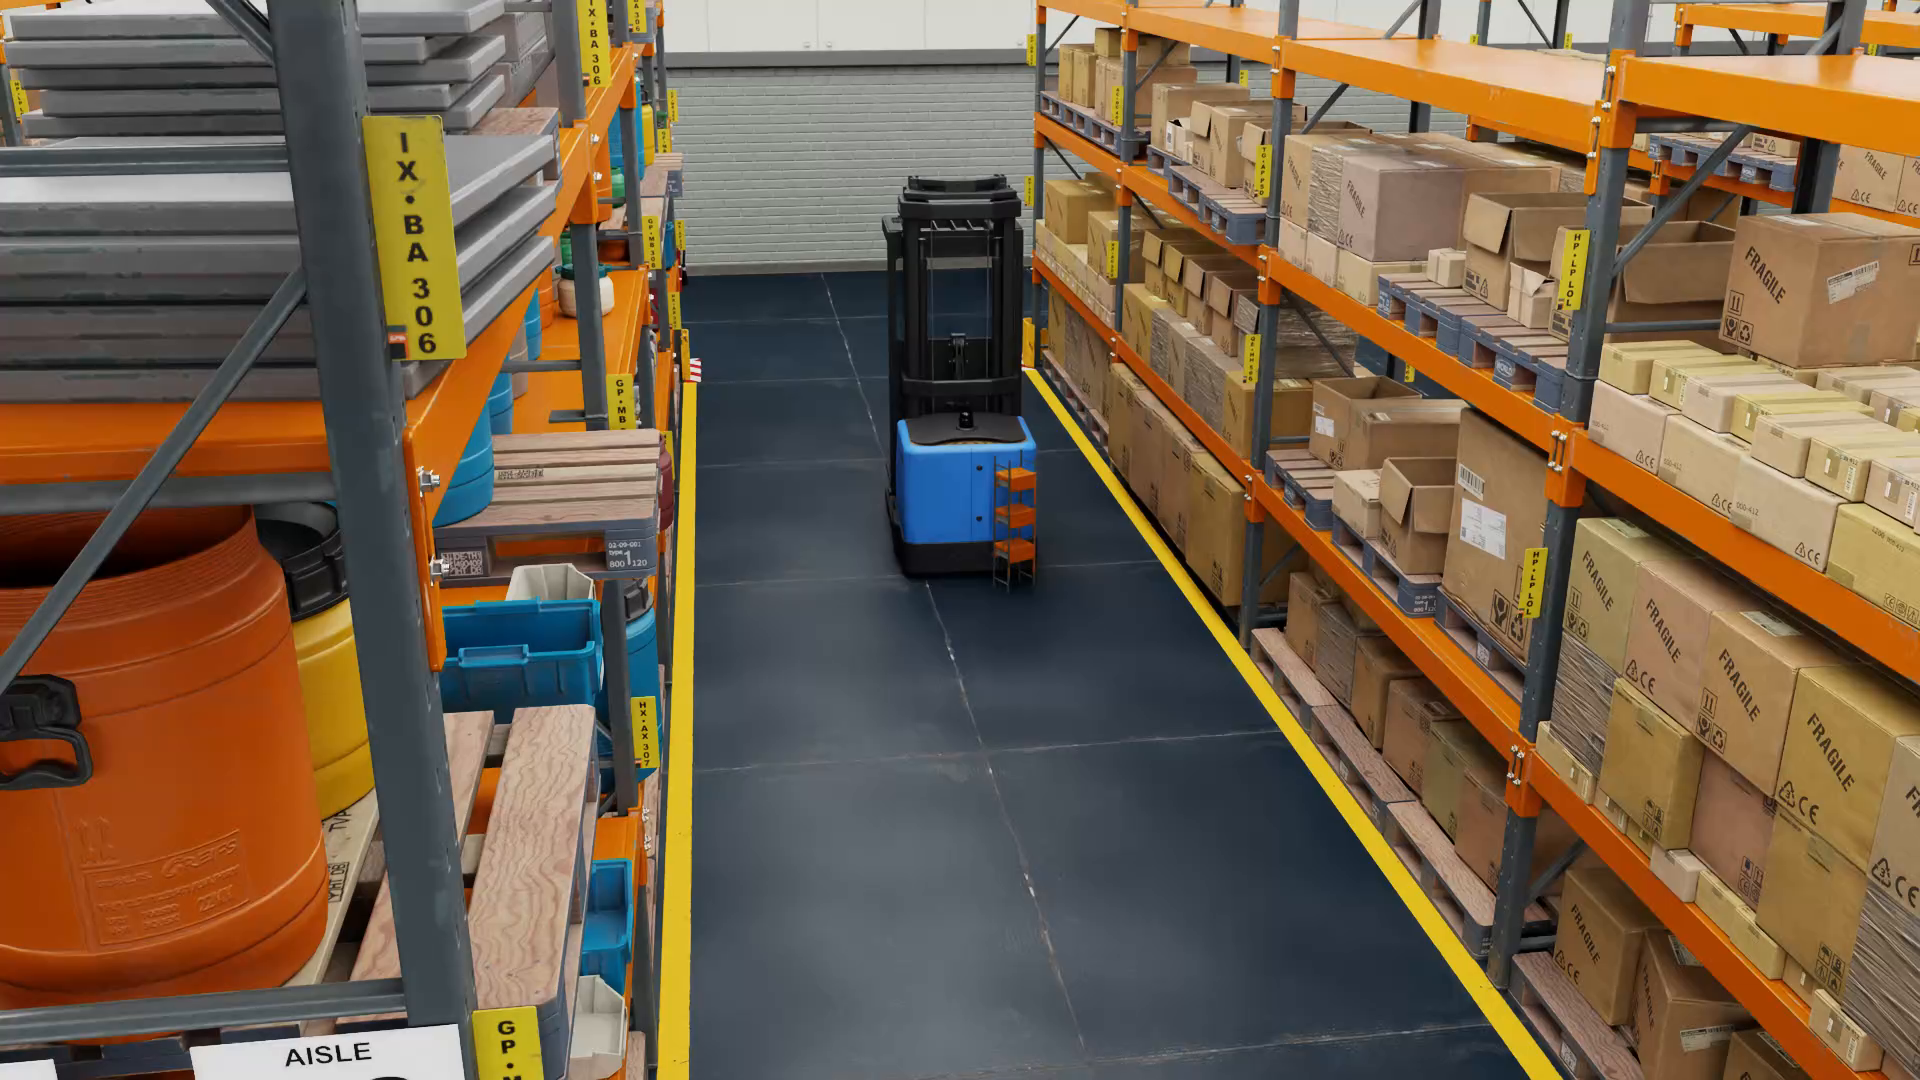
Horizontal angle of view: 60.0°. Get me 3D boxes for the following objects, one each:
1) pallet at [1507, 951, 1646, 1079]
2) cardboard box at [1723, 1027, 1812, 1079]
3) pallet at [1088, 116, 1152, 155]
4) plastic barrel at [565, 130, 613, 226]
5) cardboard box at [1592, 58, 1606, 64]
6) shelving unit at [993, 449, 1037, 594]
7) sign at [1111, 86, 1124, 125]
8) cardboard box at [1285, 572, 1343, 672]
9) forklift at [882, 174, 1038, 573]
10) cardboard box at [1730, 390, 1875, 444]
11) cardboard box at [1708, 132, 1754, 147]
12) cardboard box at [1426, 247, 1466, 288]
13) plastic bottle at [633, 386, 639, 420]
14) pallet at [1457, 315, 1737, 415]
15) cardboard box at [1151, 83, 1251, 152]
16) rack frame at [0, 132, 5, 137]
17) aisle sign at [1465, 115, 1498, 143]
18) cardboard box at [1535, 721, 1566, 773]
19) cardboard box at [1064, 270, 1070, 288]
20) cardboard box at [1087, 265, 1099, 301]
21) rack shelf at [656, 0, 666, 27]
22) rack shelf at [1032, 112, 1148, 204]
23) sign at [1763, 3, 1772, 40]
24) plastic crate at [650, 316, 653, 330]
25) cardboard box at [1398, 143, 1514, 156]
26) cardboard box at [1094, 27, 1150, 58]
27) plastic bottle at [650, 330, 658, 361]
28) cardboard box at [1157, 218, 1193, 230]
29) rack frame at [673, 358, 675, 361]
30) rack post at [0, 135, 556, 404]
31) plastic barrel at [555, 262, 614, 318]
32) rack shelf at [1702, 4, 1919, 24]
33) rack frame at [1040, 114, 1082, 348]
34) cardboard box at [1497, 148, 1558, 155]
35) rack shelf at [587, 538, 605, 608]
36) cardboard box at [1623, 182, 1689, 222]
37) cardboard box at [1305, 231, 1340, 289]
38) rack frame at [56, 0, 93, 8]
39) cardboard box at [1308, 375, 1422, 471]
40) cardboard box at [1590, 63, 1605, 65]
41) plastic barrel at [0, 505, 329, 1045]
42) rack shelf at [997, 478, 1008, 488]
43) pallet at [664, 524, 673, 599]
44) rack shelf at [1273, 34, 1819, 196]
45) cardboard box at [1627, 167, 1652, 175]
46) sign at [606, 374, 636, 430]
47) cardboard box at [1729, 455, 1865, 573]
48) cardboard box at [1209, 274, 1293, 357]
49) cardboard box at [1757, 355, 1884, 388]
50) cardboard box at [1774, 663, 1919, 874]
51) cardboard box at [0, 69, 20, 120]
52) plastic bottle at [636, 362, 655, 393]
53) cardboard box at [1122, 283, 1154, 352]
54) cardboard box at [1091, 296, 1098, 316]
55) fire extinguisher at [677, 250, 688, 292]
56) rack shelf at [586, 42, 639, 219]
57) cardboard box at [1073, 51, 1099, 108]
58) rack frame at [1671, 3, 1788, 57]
[{"bbox_3d":[3.183,2.240,7.417,1.003,0.211,1.213,-3,21,-8],"label":"pallet"},{"bbox_3d":[3.326,2.227,6.439,0.500,0.500,0.500,-5,21,-13],"label":"cardboard box"},{"bbox_3d":[1.790,-3.714,15.213,1.003,0.211,1.213,-3,21,-8],"label":"pallet"},{"bbox_3d":[-2.506,-2.432,10.439,0.600,0.830,0.708,-3,21,-8],"label":"plastic barrel"},{"bbox_3d":[6.736,-4.877,17.131,0.380,0.149,0.250,-2,21,-7],"label":"cardboard box"},{"bbox_3d":[0.413,-0.140,12.580,0.252,1.050,0.215,-13,23,-33],"label":"shelving unit"},{"bbox_3d":[1.349,-3.723,14.257,0.100,0.325,0.005,-3,21,-8],"label":"sign"},{"bbox_3d":[2.590,0.514,10.997,0.700,0.500,0.500,-4,21,-11],"label":"cardboard box"},{"bbox_3d":[-0.064,-1.592,13.791,1.130,2.935,3.031,-2,21,-5],"label":"forklift"},{"bbox_3d":[2.995,-0.424,5.921,0.380,0.149,0.250,-2,21,-6],"label":"cardboard box"},{"bbox_3d":[6.739,-3.527,14.112,0.500,0.311,0.500,-3,21,-9],"label":"cardboard box"},{"bbox_3d":[2.681,-1.434,8.714,0.380,0.166,0.250,-3,21,-9],"label":"cardboard box"},{"bbox_3d":[-2.370,-1.020,12.338,0.152,0.276,0.135,-3,21,-8],"label":"plastic bottle"},{"bbox_3d":[3.067,-0.833,7.641,1.213,0.211,1.003,-3,21,-8],"label":"pallet"},{"bbox_3d":[1.991,-3.515,13.811,0.700,0.500,0.500,-2,21,-6],"label":"cardboard box"},{"bbox_3d":[-7.909,-4.379,12.578,0.949,2.616,0.053,-3,21,-8],"label":"rack frame"},{"bbox_3d":[5.936,-4.895,18.819,0.394,0.787,0.004,-3,21,-8],"label":"aisle sign"},{"bbox_3d":[2.784,0.910,7.351,0.380,0.149,0.250,-3,21,-8],"label":"cardboard box"},{"bbox_3d":[1.269,-2.662,16.915,0.380,0.149,0.250,-3,21,-9],"label":"cardboard box"},{"bbox_3d":[1.497,-2.455,15.790,0.500,0.250,0.500,-2,21,-6],"label":"cardboard box"},{"bbox_3d":[-3.292,-4.795,15.294,1.077,0.370,4.000,-3,21,-8],"label":"rack shelf"},{"bbox_3d":[1.609,-3.827,16.418,1.077,0.370,4.000,-3,21,-8],"label":"rack shelf"},{"bbox_3d":[10.331,-7.155,21.715,10.293,4.268,5.818,-3,21,-8],"label":"sign"},{"bbox_3d":[-2.929,-1.890,14.780,0.396,0.136,0.243,-3,21,-8],"label":"plastic crate"},{"bbox_3d":[2.875,-2.039,9.743,0.500,0.500,0.500,-3,21,-8],"label":"cardboard box"},{"bbox_3d":[1.602,-4.799,16.032,0.500,0.250,0.500,-4,21,-9],"label":"cardboard box"},{"bbox_3d":[-2.627,-1.639,13.994,0.152,0.276,0.135,-3,21,-8],"label":"plastic bottle"},{"bbox_3d":[2.081,-2.666,15.284,0.500,0.500,0.500,-3,21,-8],"label":"cardboard box"},{"bbox_3d":[-3.577,-3.202,18.002,0.949,2.616,0.053,-3,21,-8],"label":"rack frame"},{"bbox_3d":[-1.257,-0.507,2.925,0.937,0.300,0.954,-1,20,-2],"label":"rack post"},{"bbox_3d":[-2.013,-1.344,8.938,0.301,0.262,0.301,0,20,0],"label":"plastic barrel"},{"bbox_3d":[7.109,-4.001,12.784,0.919,0.052,3.809,-3,21,-8],"label":"rack shelf"},{"bbox_3d":[1.324,-3.452,18.671,0.949,2.616,0.053,-3,21,-8],"label":"rack frame"},{"bbox_3d":[6.125,-3.978,18.083,0.500,0.500,0.500,-2,21,-6],"label":"cardboard box"},{"bbox_3d":[-1.562,0.577,4.625,1.077,0.370,4.000,-3,21,-8],"label":"rack shelf"},{"bbox_3d":[6.485,-3.086,15.694,0.500,0.500,0.500,-4,21,-10],"label":"cardboard box"},{"bbox_3d":[2.364,-1.663,9.810,0.500,0.250,0.500,-2,21,-6],"label":"cardboard box"},{"bbox_3d":[-7.332,-1.685,9.379,1.000,5.808,16.090,-3,21,-8],"label":"rack frame"},{"bbox_3d":[2.592,-0.740,10.669,0.500,0.500,0.500,-6,21,-14],"label":"cardboard box"},{"bbox_3d":[6.236,-4.666,16.564,0.380,0.149,0.250,-3,21,-9],"label":"cardboard box"},{"bbox_3d":[-1.470,0.373,2.930,0.600,0.830,0.708,-3,21,-8],"label":"plastic barrel"},{"bbox_3d":[0.414,-0.445,12.473,0.221,0.050,0.166,-13,23,-33],"label":"rack shelf"},{"bbox_3d":[-2.755,0.182,12.927,1.003,0.211,1.213,-3,21,-8],"label":"pallet"},{"bbox_3d":[2.762,-2.275,8.547,1.077,0.370,4.000,-3,21,-8],"label":"rack shelf"},{"bbox_3d":[6.895,-3.774,16.319,0.522,1.351,0.999,-3,21,-8],"label":"cardboard box"},{"bbox_3d":[-1.305,-0.480,6.415,0.100,0.325,0.005,-3,21,-8],"label":"sign"},{"bbox_3d":[3.004,-0.108,5.644,0.500,0.250,0.500,-4,21,-10],"label":"cardboard box"},{"bbox_3d":[2.294,-1.678,12.346,0.797,0.503,0.637,-2,21,-6],"label":"cardboard box"},{"bbox_3d":[3.332,-0.624,6.456,0.380,0.149,0.250,-3,21,-7],"label":"cardboard box"},{"bbox_3d":[3.092,0.736,5.462,0.500,0.500,0.500,-3,21,-8],"label":"cardboard box"},{"bbox_3d":[-8.014,-3.655,13.357,0.700,0.500,0.500,-3,21,-8],"label":"cardboard box"},{"bbox_3d":[-2.482,-1.291,13.063,0.152,0.276,0.135,-3,21,-8],"label":"plastic bottle"},{"bbox_3d":[1.716,-1.942,14.485,0.500,0.500,0.500,-3,21,-8],"label":"cardboard box"},{"bbox_3d":[1.455,-2.216,15.722,0.380,0.149,0.250,-3,21,-9],"label":"cardboard box"},{"bbox_3d":[-3.152,-3.066,18.282,0.296,0.674,0.183,-3,21,-8],"label":"fire extinguisher"},{"bbox_3d":[-2.139,-2.026,7.878,1.077,0.370,4.000,-3,21,-8],"label":"rack shelf"},{"bbox_3d":[1.533,-4.592,16.552,0.700,0.500,0.500,-4,21,-11],"label":"cardboard box"},{"bbox_3d":[6.820,-5.092,14.489,1.000,3.000,0.127,-3,21,-8],"label":"rack frame"}]
